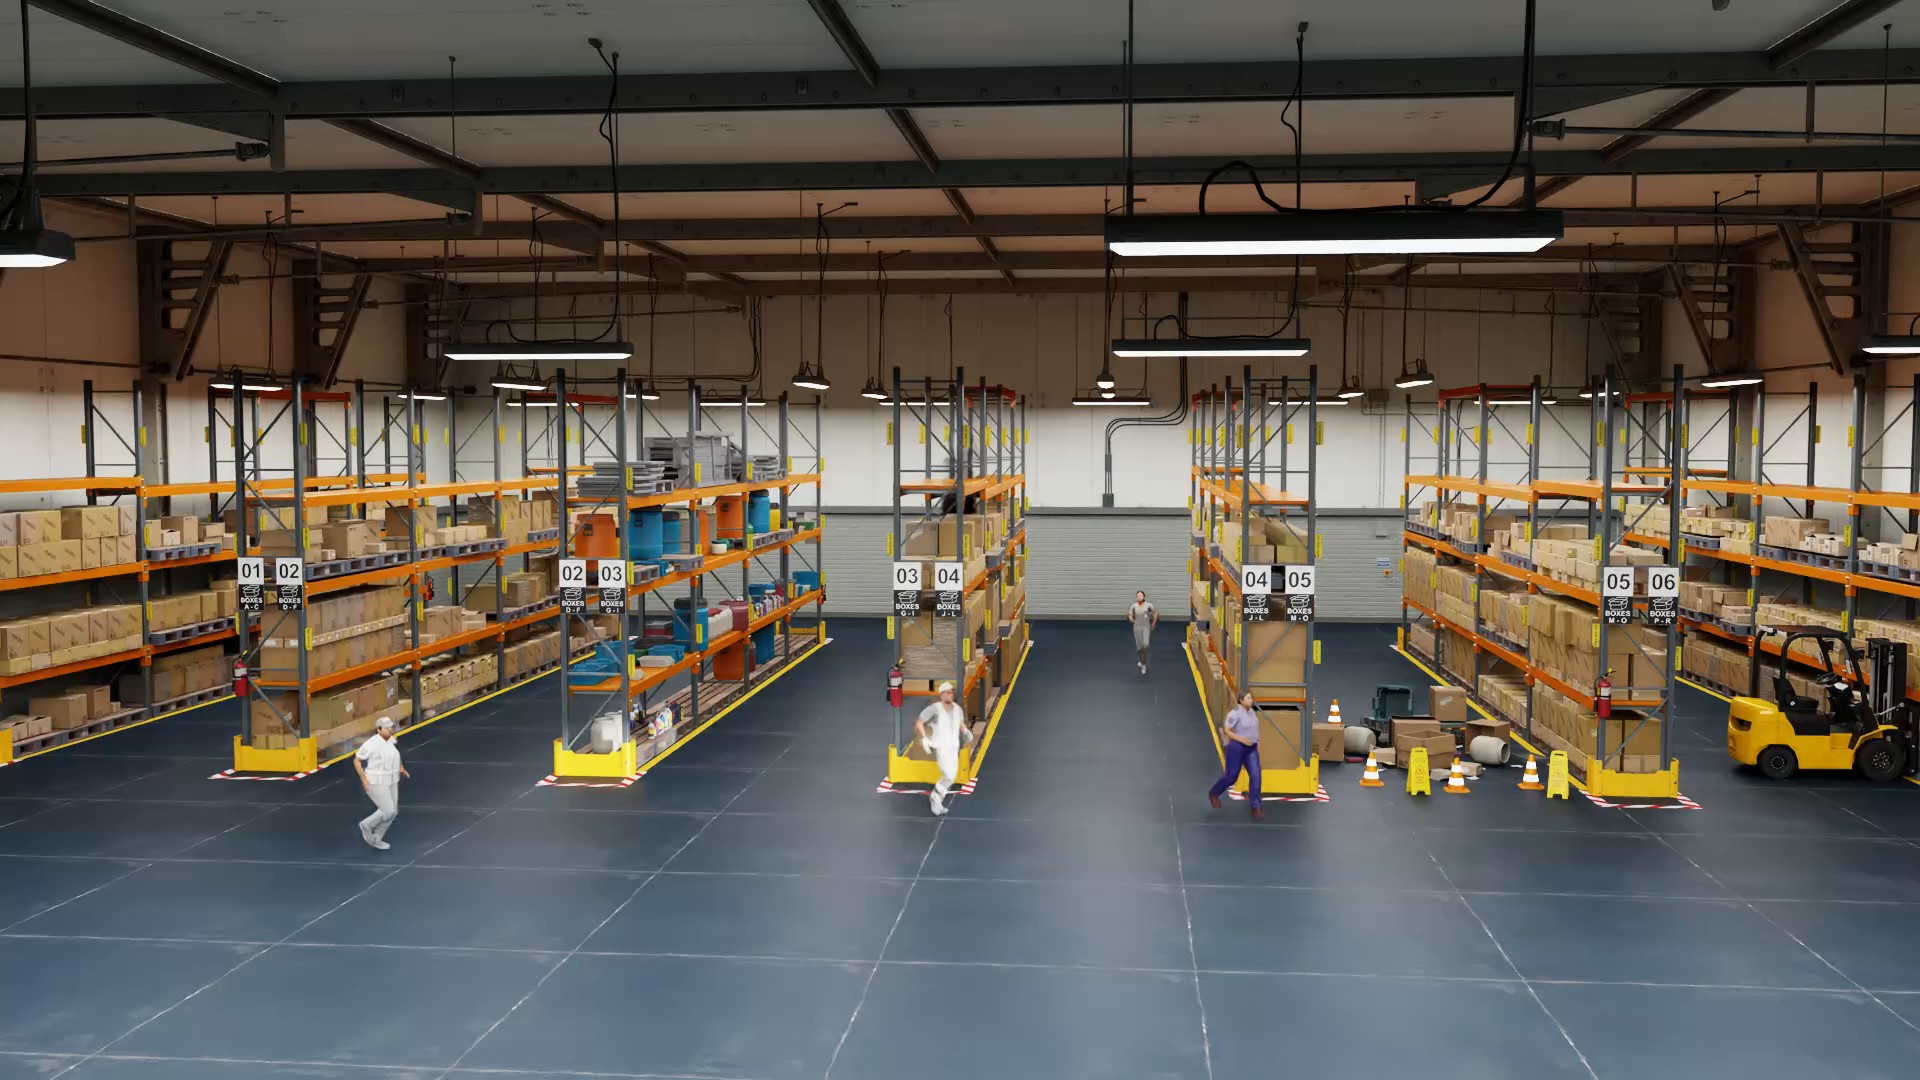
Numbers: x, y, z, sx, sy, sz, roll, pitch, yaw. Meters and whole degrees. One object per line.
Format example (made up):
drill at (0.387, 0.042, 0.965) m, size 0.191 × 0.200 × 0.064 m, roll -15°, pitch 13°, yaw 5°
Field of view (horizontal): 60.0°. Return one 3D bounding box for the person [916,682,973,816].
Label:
person at (-0.156, 2.753, 21.926) m, size 0.655 × 1.758 × 0.644 m, roll -3°, pitch 5°, yaw -42°

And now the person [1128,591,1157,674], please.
person at (3.741, 1.888, 34.102) m, size 0.574 × 1.687 × 0.667 m, roll 1°, pitch 4°, yaw 11°

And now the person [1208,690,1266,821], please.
person at (3.756, 2.811, 22.023) m, size 0.648 × 1.649 × 0.954 m, roll -2°, pitch 4°, yaw -34°

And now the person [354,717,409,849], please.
person at (-6.958, 2.945, 20.130) m, size 0.583 × 1.618 × 0.592 m, roll 2°, pitch 4°, yaw 24°
